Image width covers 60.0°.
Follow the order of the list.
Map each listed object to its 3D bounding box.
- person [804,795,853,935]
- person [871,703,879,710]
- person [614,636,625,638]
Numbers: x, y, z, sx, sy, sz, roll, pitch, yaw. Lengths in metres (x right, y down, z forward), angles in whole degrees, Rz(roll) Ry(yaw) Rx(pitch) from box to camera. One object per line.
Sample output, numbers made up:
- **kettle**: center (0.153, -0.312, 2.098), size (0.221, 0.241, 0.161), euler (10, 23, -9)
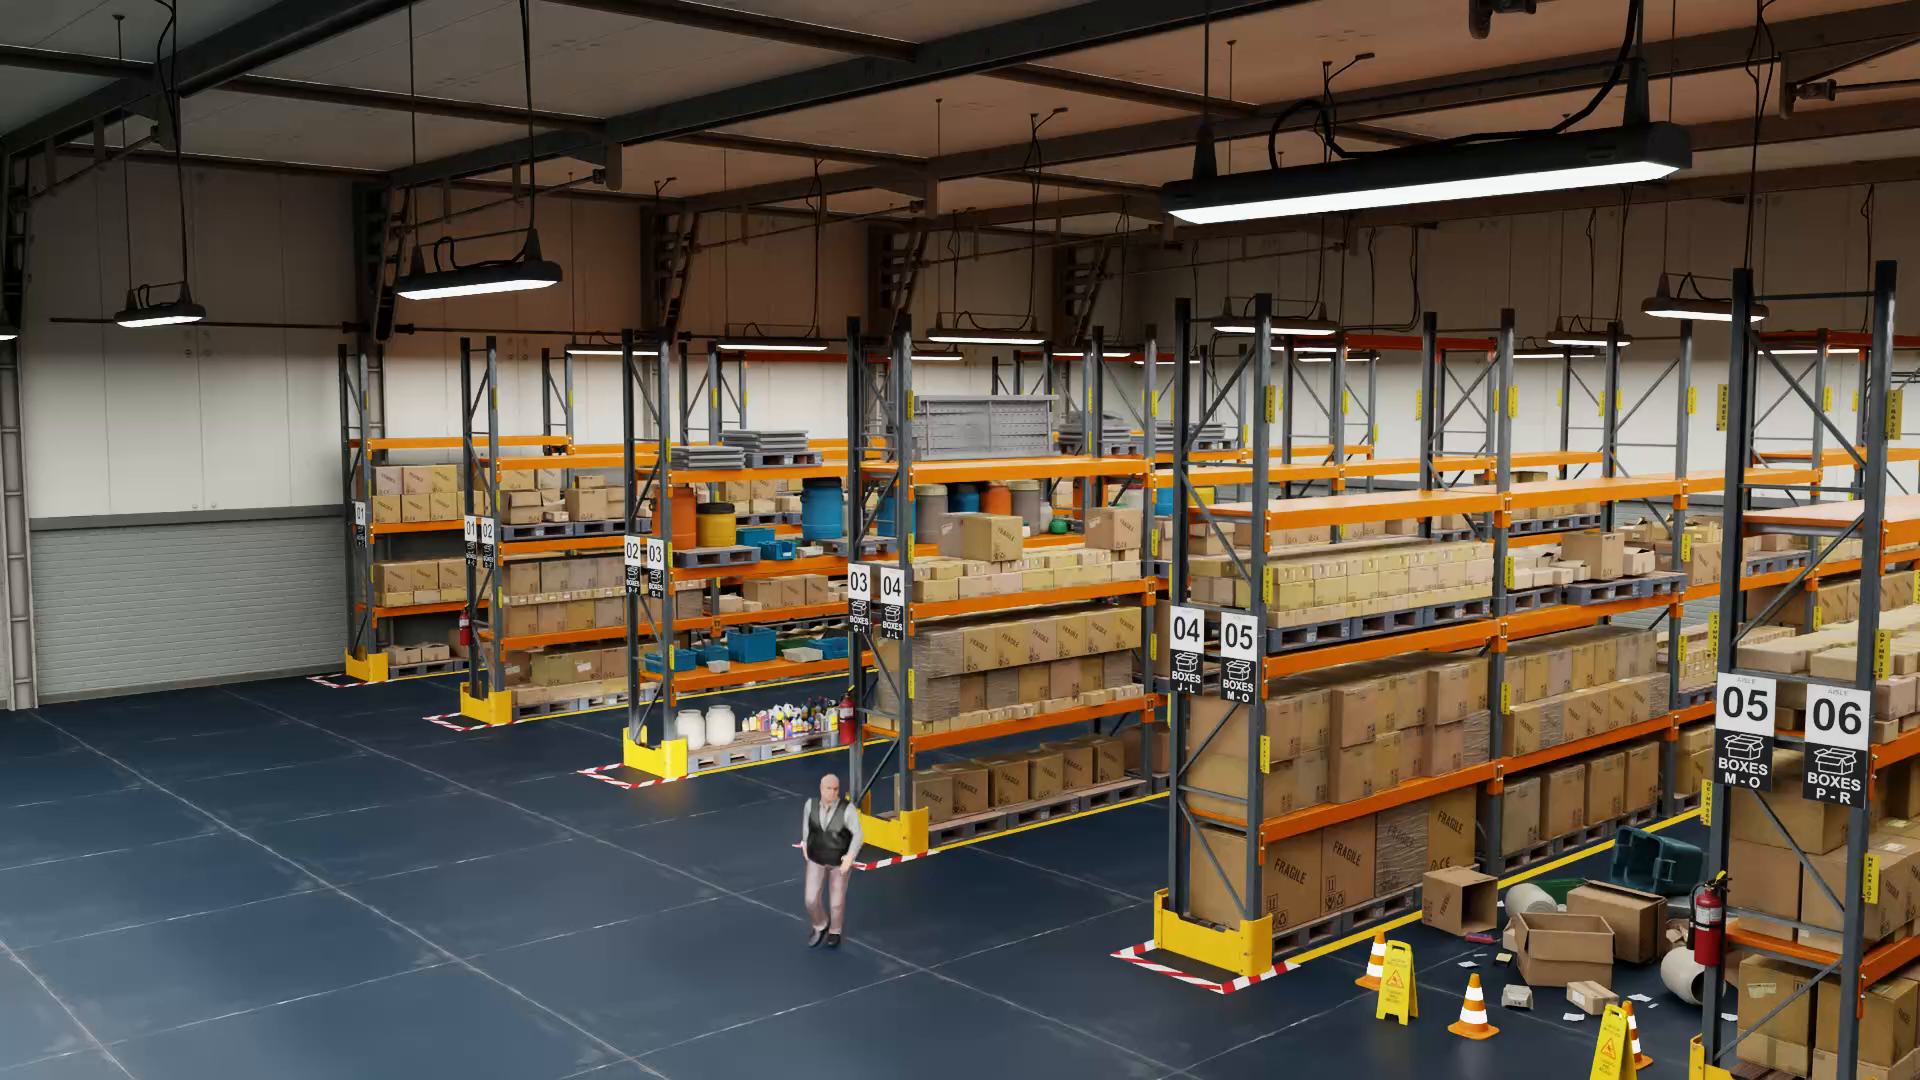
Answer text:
- **person**: center (-1.189, 3.020, 15.327), size (0.451, 1.399, 0.625), euler (1, 5, 6)
- **person**: center (-1.059, 2.070, 27.134), size (0.963, 1.421, 0.558), euler (-4, 6, -37)
- **person**: center (-6.163, 1.564, 30.238), size (0.652, 1.682, 0.731), euler (3, 6, 28)
